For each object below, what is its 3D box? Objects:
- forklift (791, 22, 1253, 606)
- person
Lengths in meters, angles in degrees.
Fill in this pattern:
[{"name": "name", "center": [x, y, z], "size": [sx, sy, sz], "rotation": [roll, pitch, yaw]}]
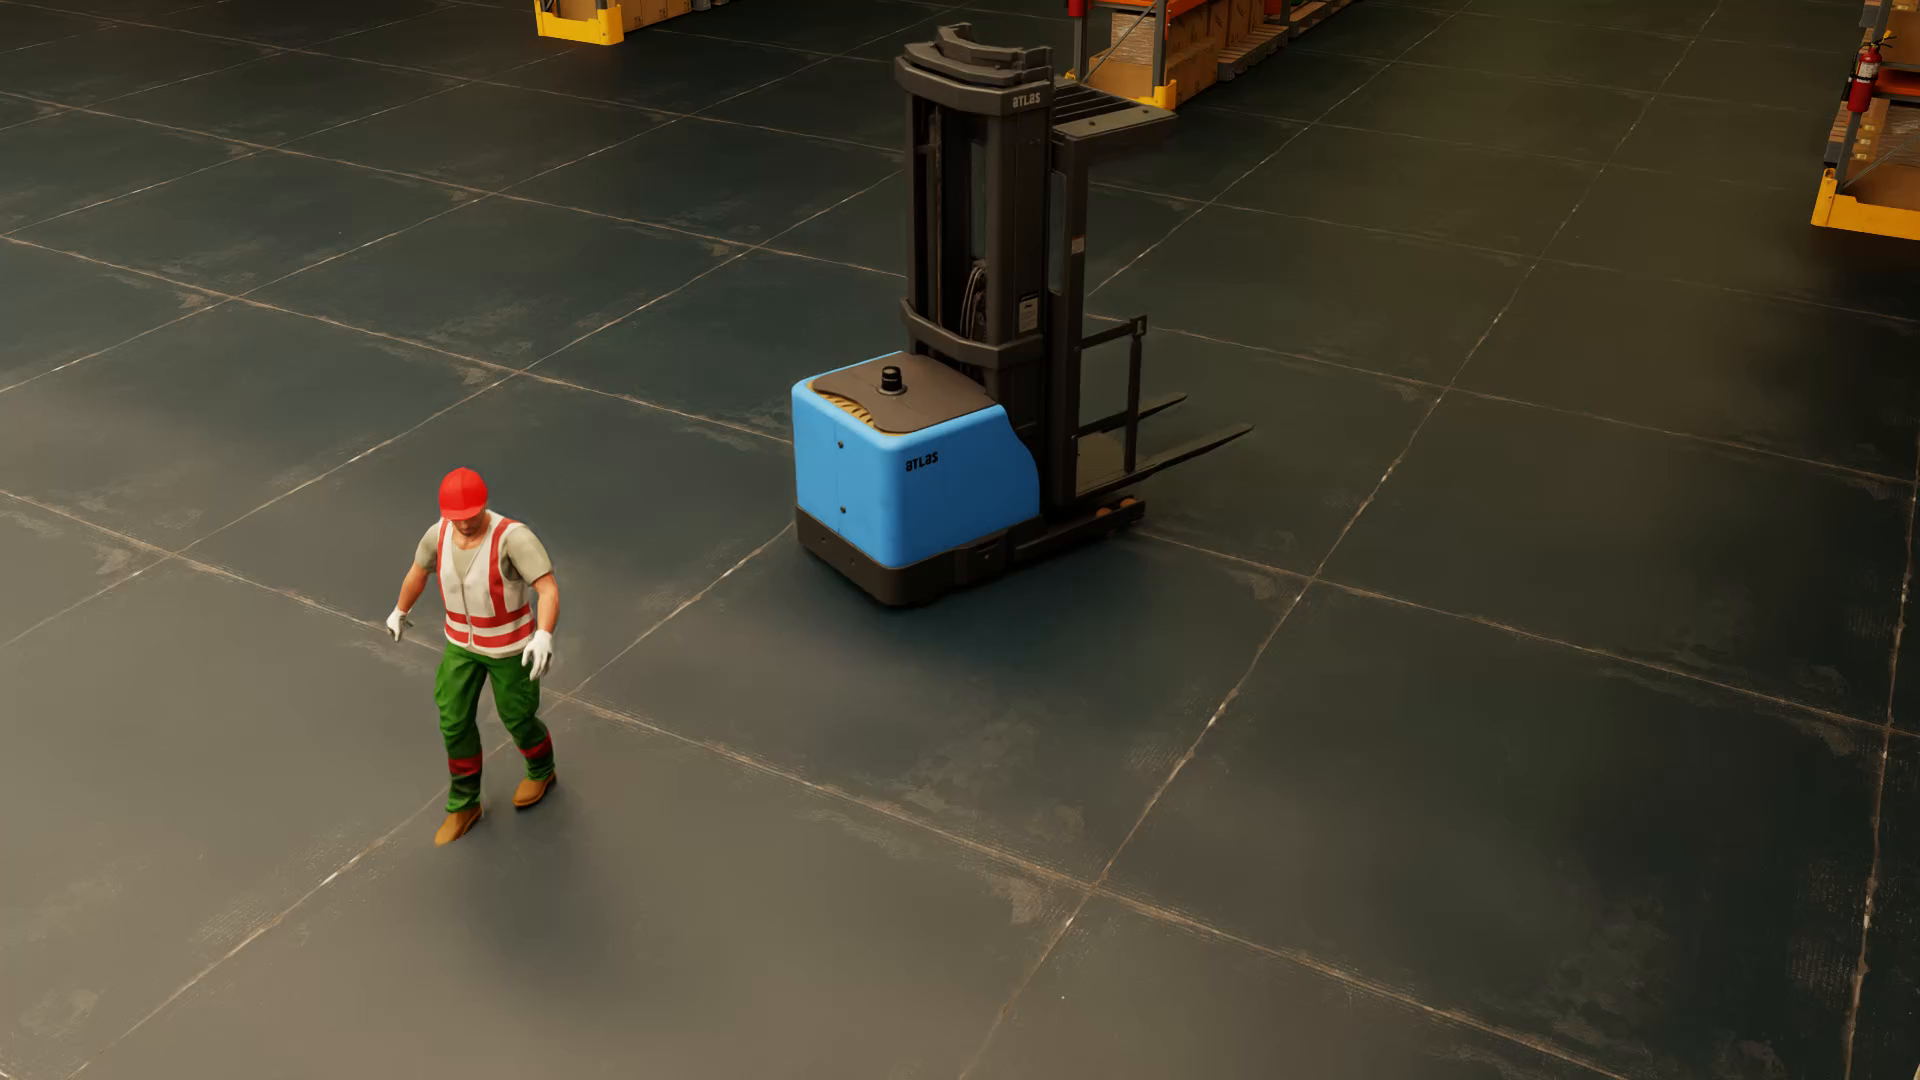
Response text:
[{"name": "forklift", "center": [0.507, -1.487, 9.647], "size": [3.031, 2.935, 1.130], "rotation": [-21, 36, -32]}, {"name": "person", "center": [-2.163, 0.521, 7.380], "size": [1.026, 1.795, 0.648], "rotation": [9, 31, 16]}]
